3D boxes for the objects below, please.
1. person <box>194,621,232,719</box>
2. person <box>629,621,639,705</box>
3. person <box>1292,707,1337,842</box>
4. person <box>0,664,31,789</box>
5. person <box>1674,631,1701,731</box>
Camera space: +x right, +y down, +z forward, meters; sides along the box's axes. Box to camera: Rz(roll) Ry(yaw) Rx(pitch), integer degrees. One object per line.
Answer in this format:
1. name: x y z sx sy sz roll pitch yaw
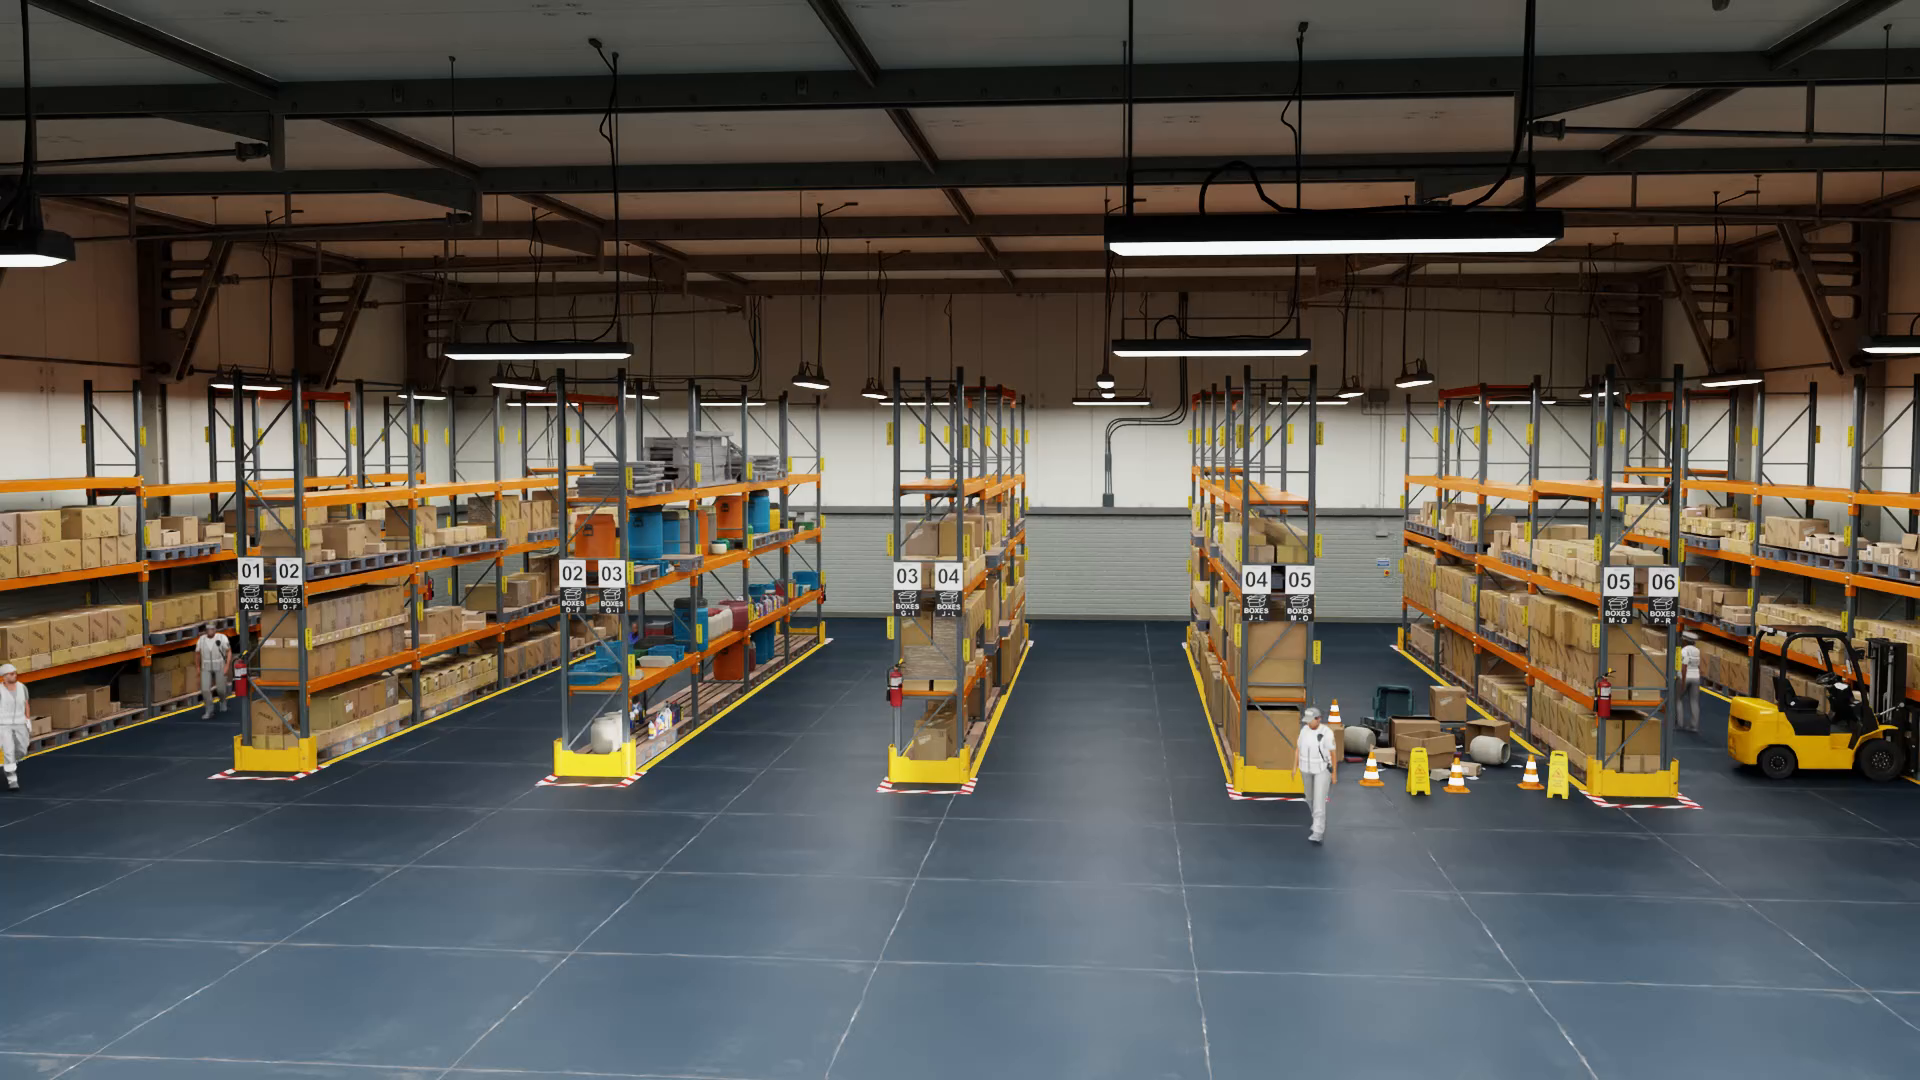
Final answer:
1. person: -13.364 2.294 29.780 0.624 1.743 0.655 -1 4 -12
2. person: -5.961 2.320 30.452 0.535 1.648 0.738 0 4 3
3. person: 4.434 2.894 20.813 0.520 1.616 0.896 3 5 40
4. person: -13.565 2.632 23.734 0.550 1.770 0.820 -3 5 -44
5. person: 12.409 2.424 28.292 0.438 1.703 0.595 0 4 -1
